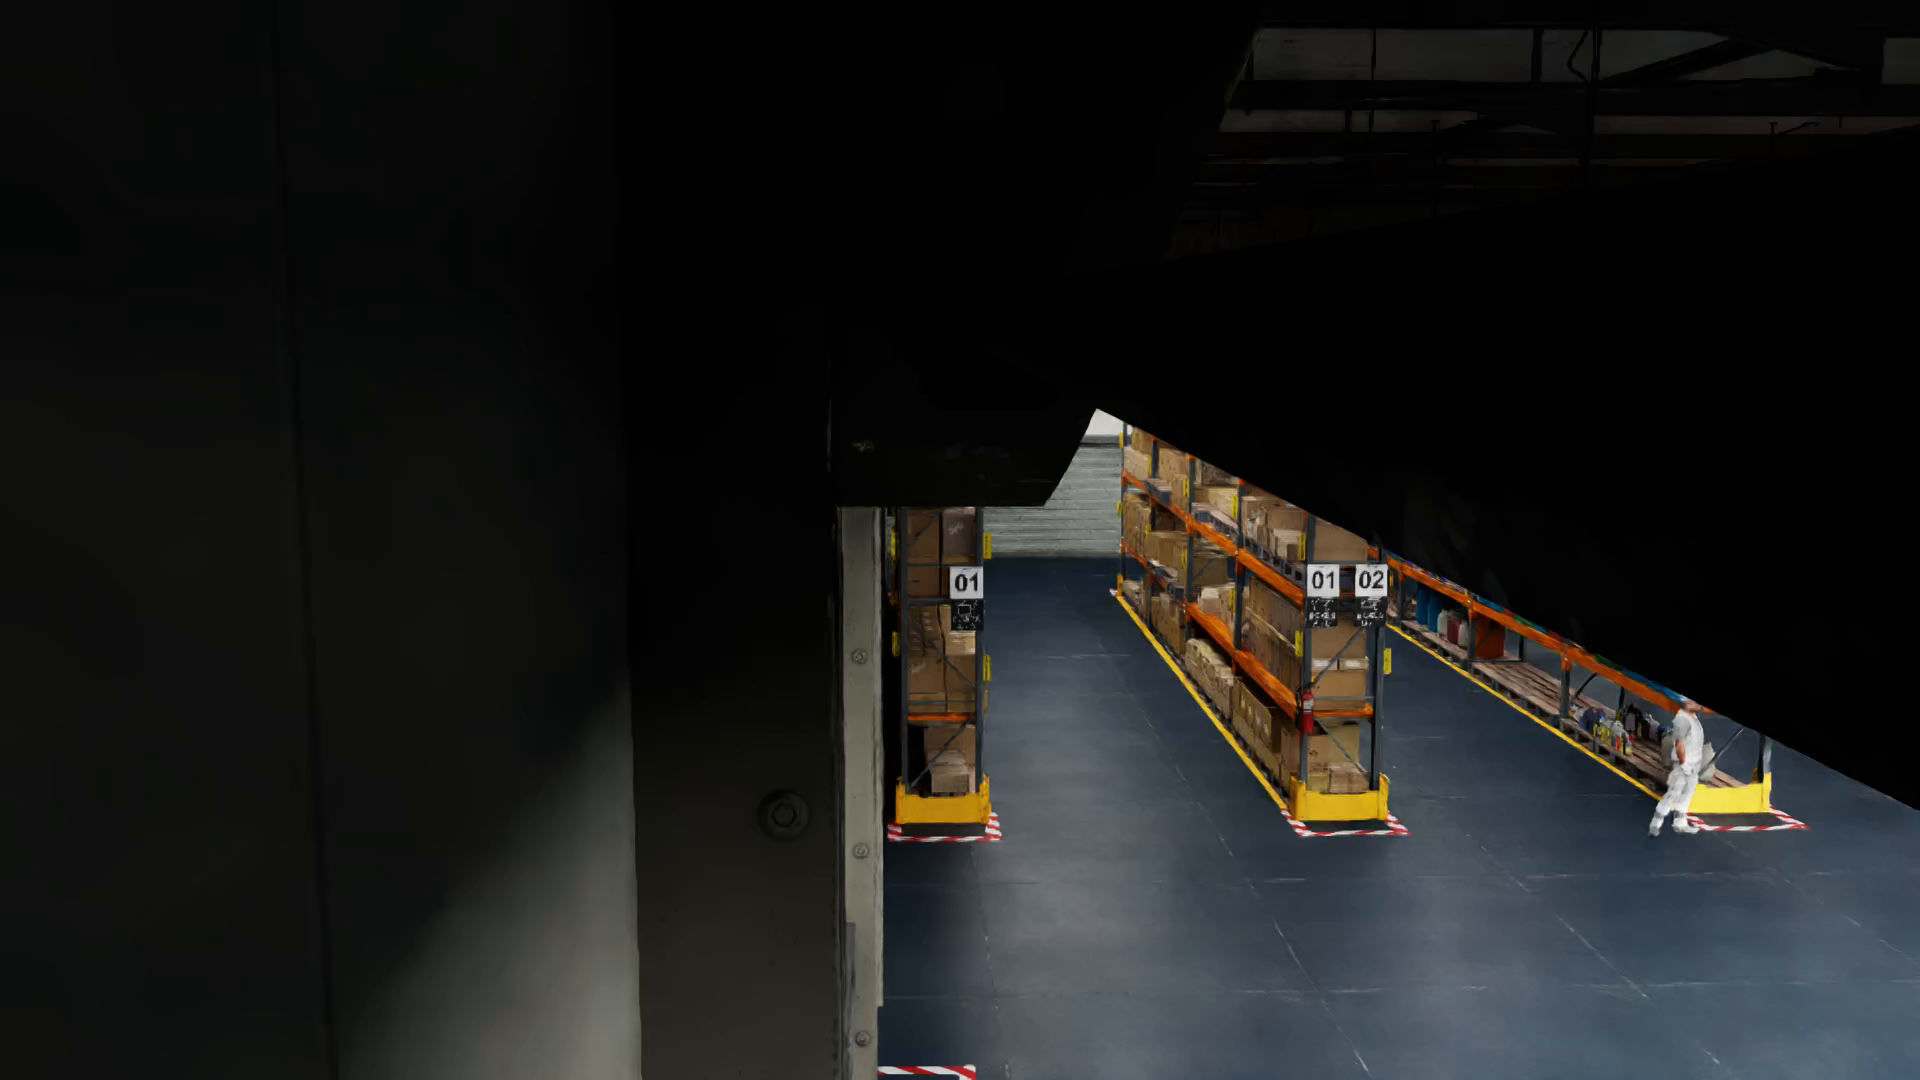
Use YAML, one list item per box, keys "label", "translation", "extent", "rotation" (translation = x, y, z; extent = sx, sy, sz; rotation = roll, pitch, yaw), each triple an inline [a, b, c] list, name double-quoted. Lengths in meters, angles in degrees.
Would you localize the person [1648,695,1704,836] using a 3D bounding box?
- label: "person"
  translation: [8.599, 2.668, 19.912]
  extent: [0.494, 1.785, 0.714]
  rotation: [7, 11, 42]
